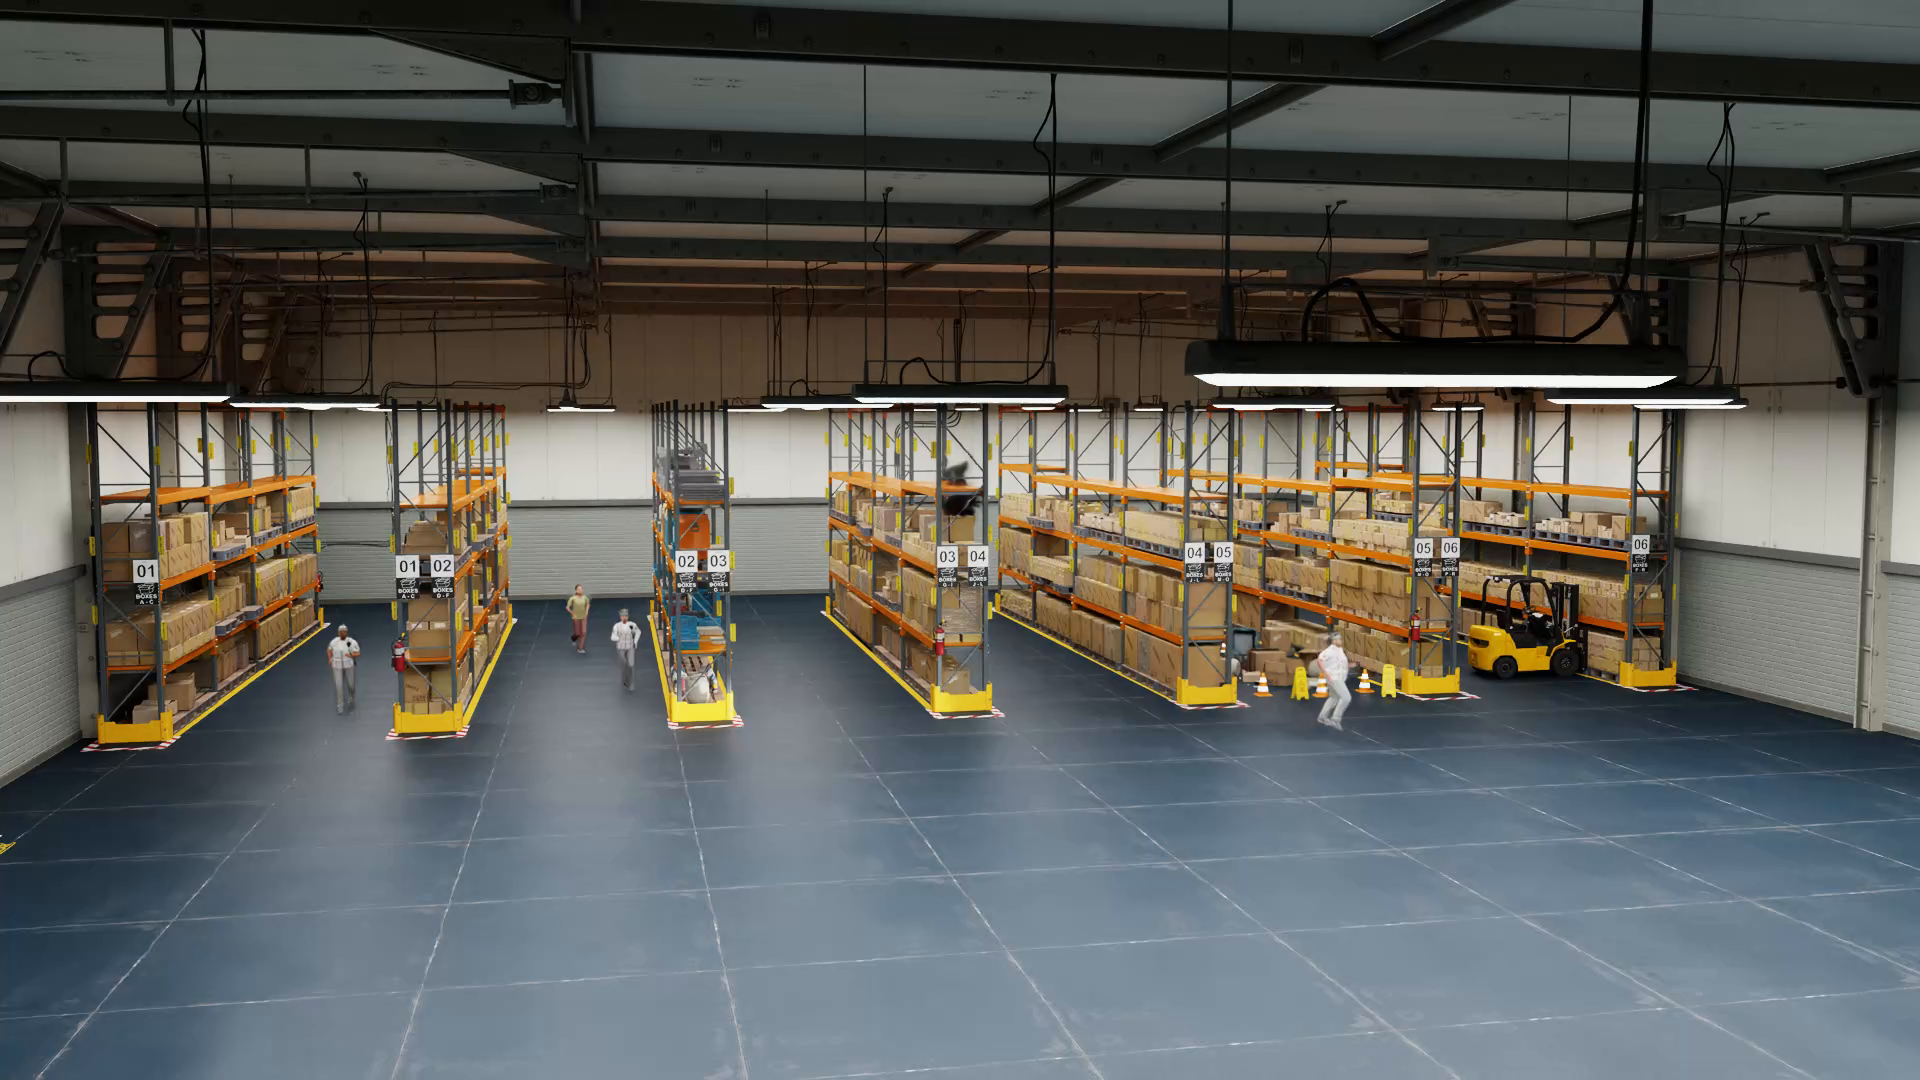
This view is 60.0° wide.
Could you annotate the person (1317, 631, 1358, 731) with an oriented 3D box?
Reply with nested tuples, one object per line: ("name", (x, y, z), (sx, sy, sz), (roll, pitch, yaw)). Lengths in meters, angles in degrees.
("person", (6.869, 2.567, 30.294), (0.745, 1.833, 0.636), (2, 5, 27))

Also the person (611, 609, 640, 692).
("person", (-6.929, 2.290, 34.492), (0.590, 1.740, 0.726), (-1, 4, -10))

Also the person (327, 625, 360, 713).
("person", (-11.906, 2.466, 32.126), (0.615, 1.643, 0.918), (-1, 4, -17))

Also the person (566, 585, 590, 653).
("person", (-9.156, 1.890, 40.008), (0.596, 1.625, 0.751), (-2, 5, -30))
